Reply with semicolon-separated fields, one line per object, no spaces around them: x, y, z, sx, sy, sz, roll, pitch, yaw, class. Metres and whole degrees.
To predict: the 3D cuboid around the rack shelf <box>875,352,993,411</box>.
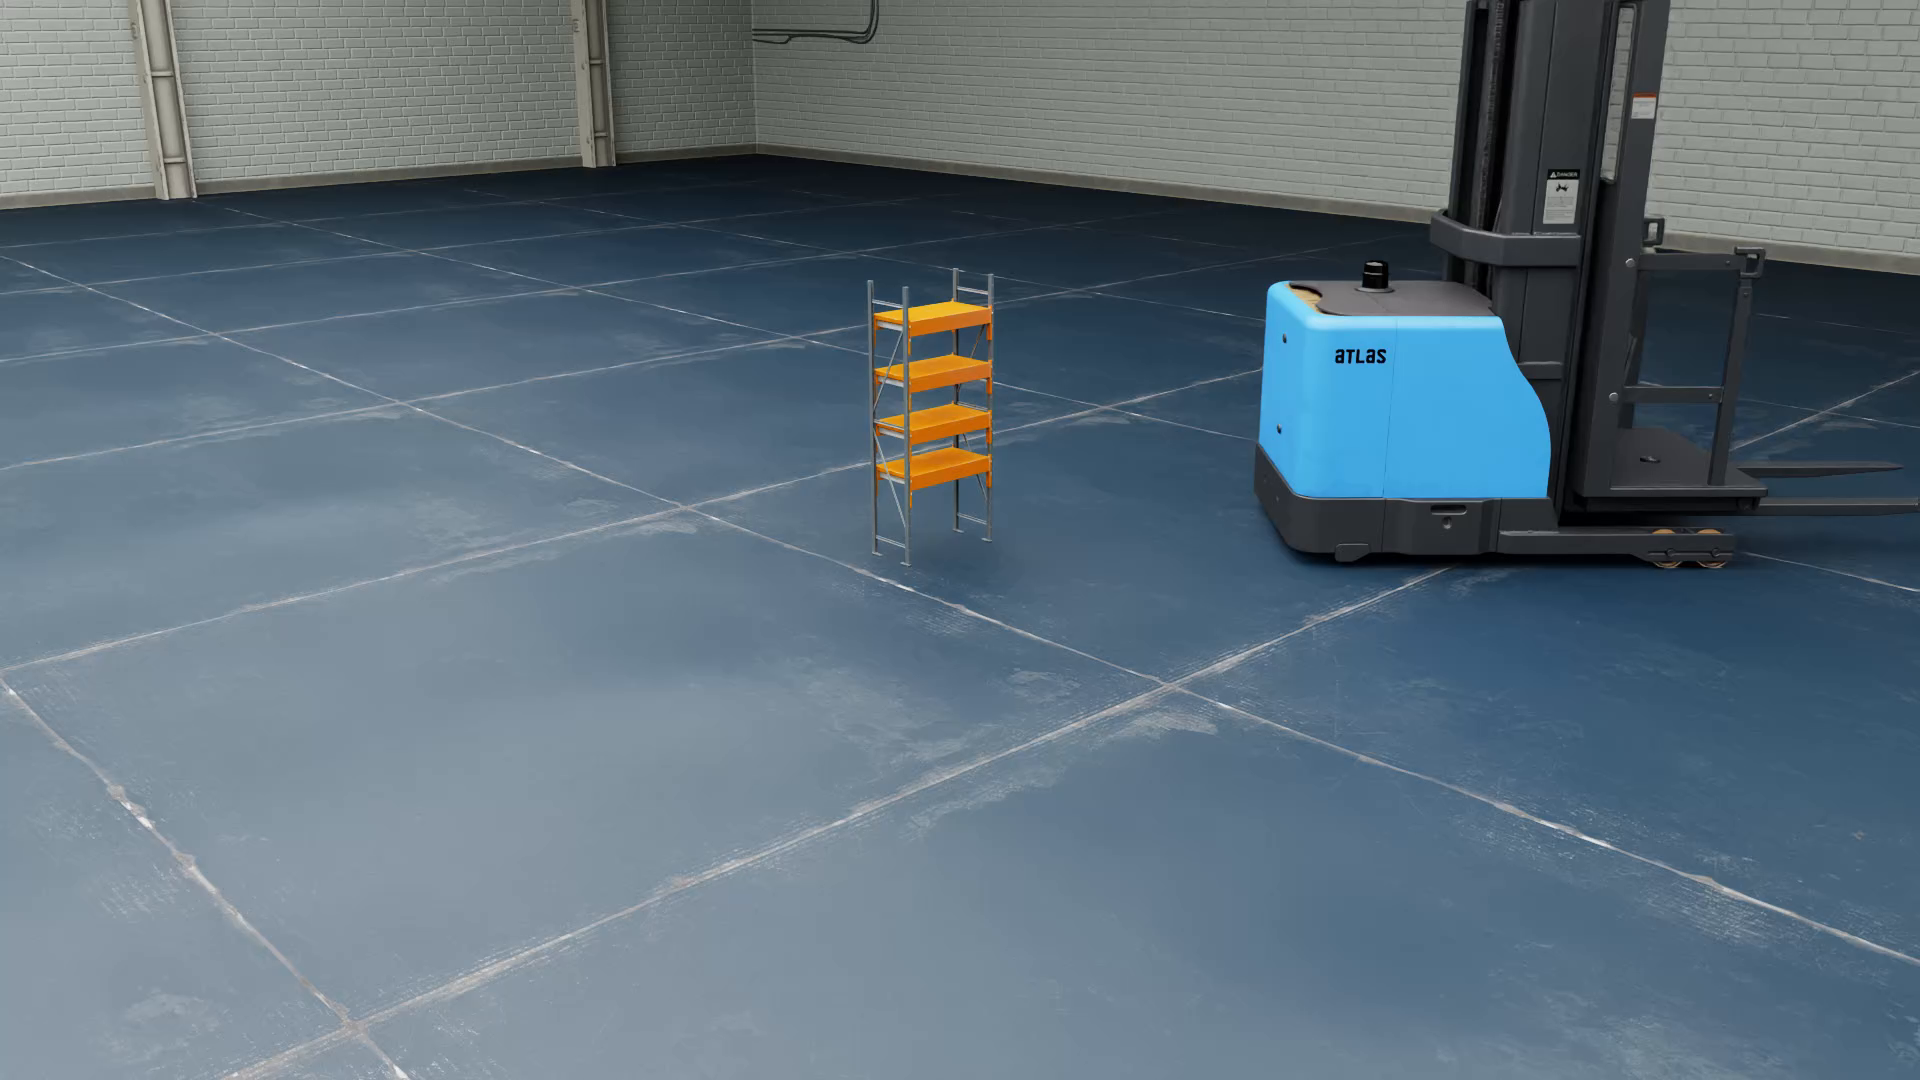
-0.120;-0.684;7.143;0.480;0.148;0.258;-16;24;-41;rack shelf

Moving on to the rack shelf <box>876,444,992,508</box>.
-0.120;-0.283;7.273;0.480;0.148;0.258;-16;24;-41;rack shelf

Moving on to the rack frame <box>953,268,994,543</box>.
0.057;-0.587;7.351;0.015;1.200;0.240;-16;24;-41;rack frame

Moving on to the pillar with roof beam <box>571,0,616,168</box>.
-2.346;-8.813;20.075;0.400;9.000;9.100;-16;24;-41;pillar with roof beam

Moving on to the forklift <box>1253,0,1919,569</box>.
2.927;-1.436;7.161;3.031;2.935;1.130;0;18;0;forklift

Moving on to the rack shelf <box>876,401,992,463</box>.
-0.120;-0.472;7.212;0.480;0.148;0.258;-16;24;-41;rack shelf

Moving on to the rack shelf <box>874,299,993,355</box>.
-0.120;-0.909;7.070;0.480;0.148;0.258;-16;24;-41;rack shelf

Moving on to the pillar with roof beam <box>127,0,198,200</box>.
-6.706;-7.541;16.154;0.400;9.000;9.100;-16;24;-41;pillar with roof beam

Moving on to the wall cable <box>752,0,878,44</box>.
-2.255;-8.628;24.541;0.112;2.526;3.097;-16;24;-41;wall cable

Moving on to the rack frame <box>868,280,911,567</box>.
-0.298;-0.484;7.032;0.015;1.200;0.240;-16;24;-41;rack frame

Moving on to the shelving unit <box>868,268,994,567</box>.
-0.120;-0.536;7.191;0.503;1.200;0.258;-16;24;-41;shelving unit
